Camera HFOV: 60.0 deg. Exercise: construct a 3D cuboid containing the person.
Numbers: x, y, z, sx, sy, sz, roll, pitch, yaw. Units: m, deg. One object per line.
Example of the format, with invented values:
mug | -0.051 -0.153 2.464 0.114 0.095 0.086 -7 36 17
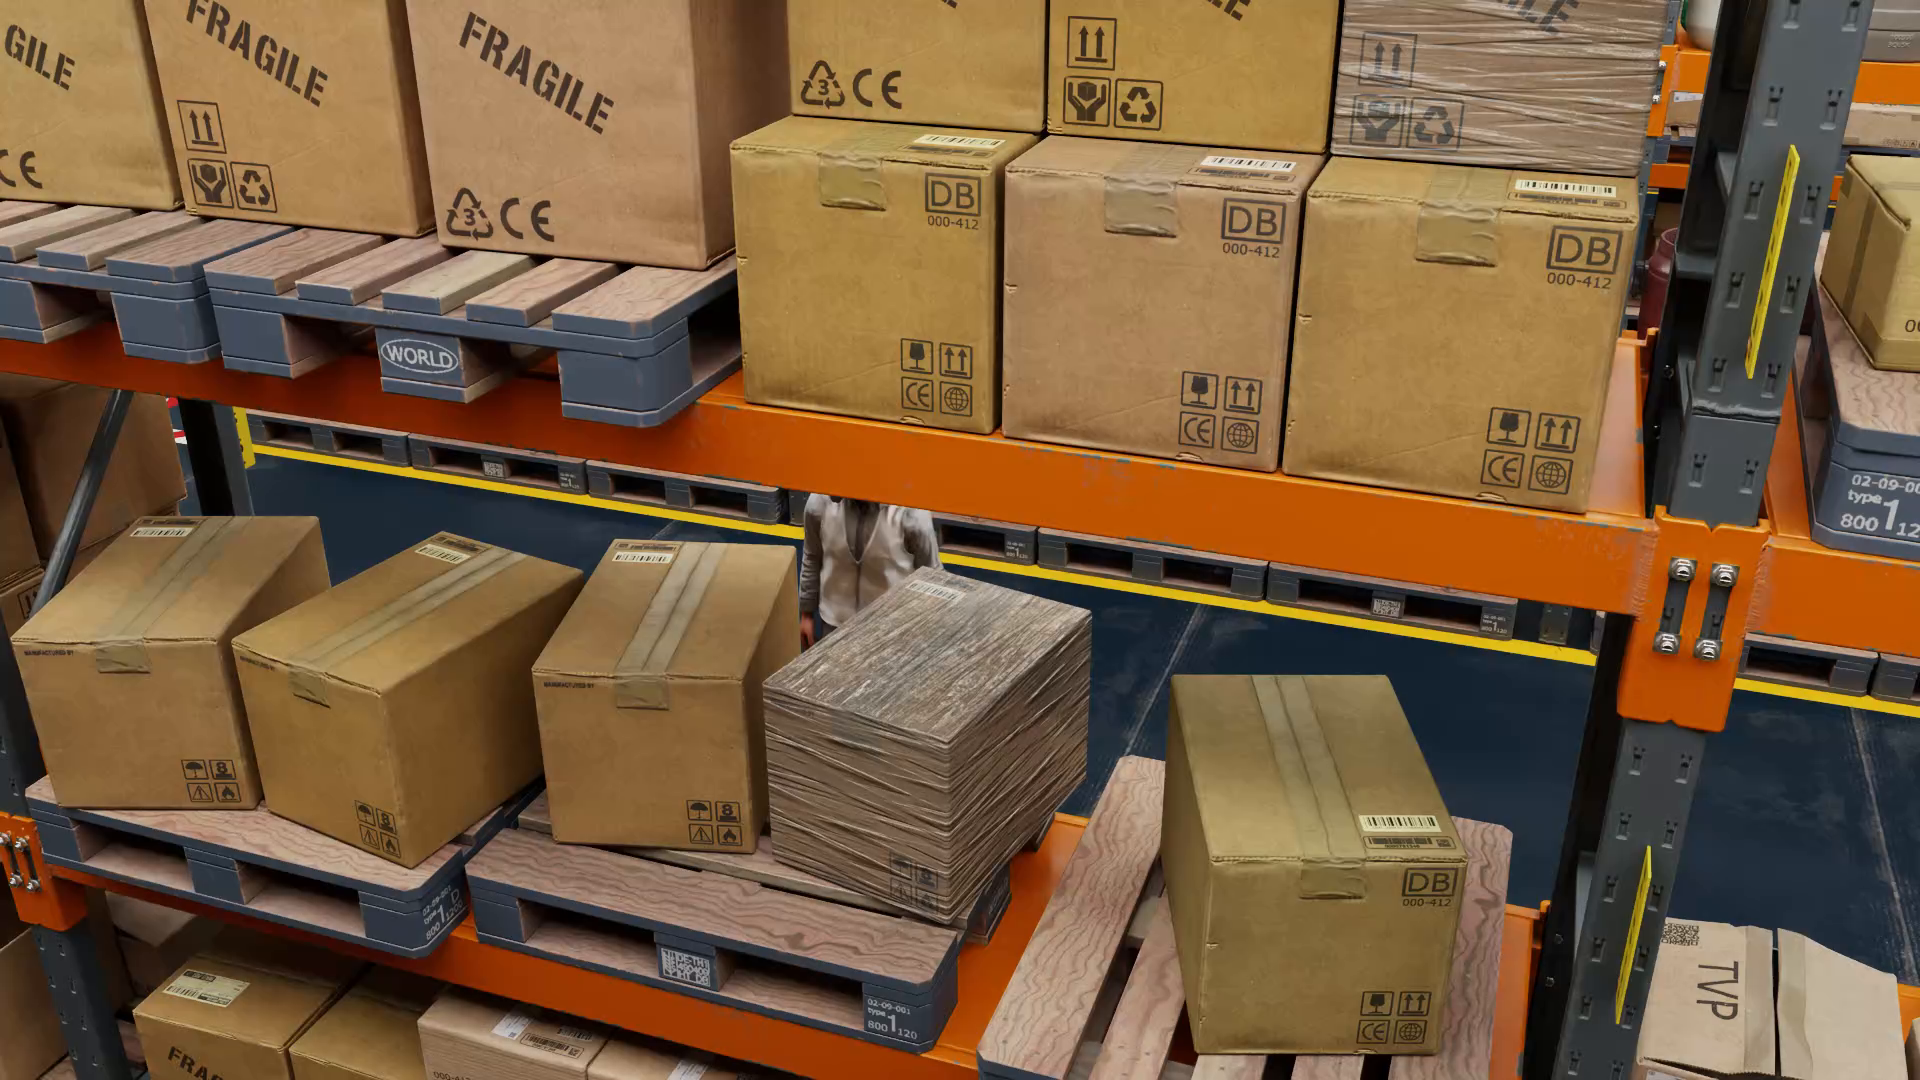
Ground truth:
person | -0.346 0.325 6.399 0.581 1.772 0.460 9 27 18
